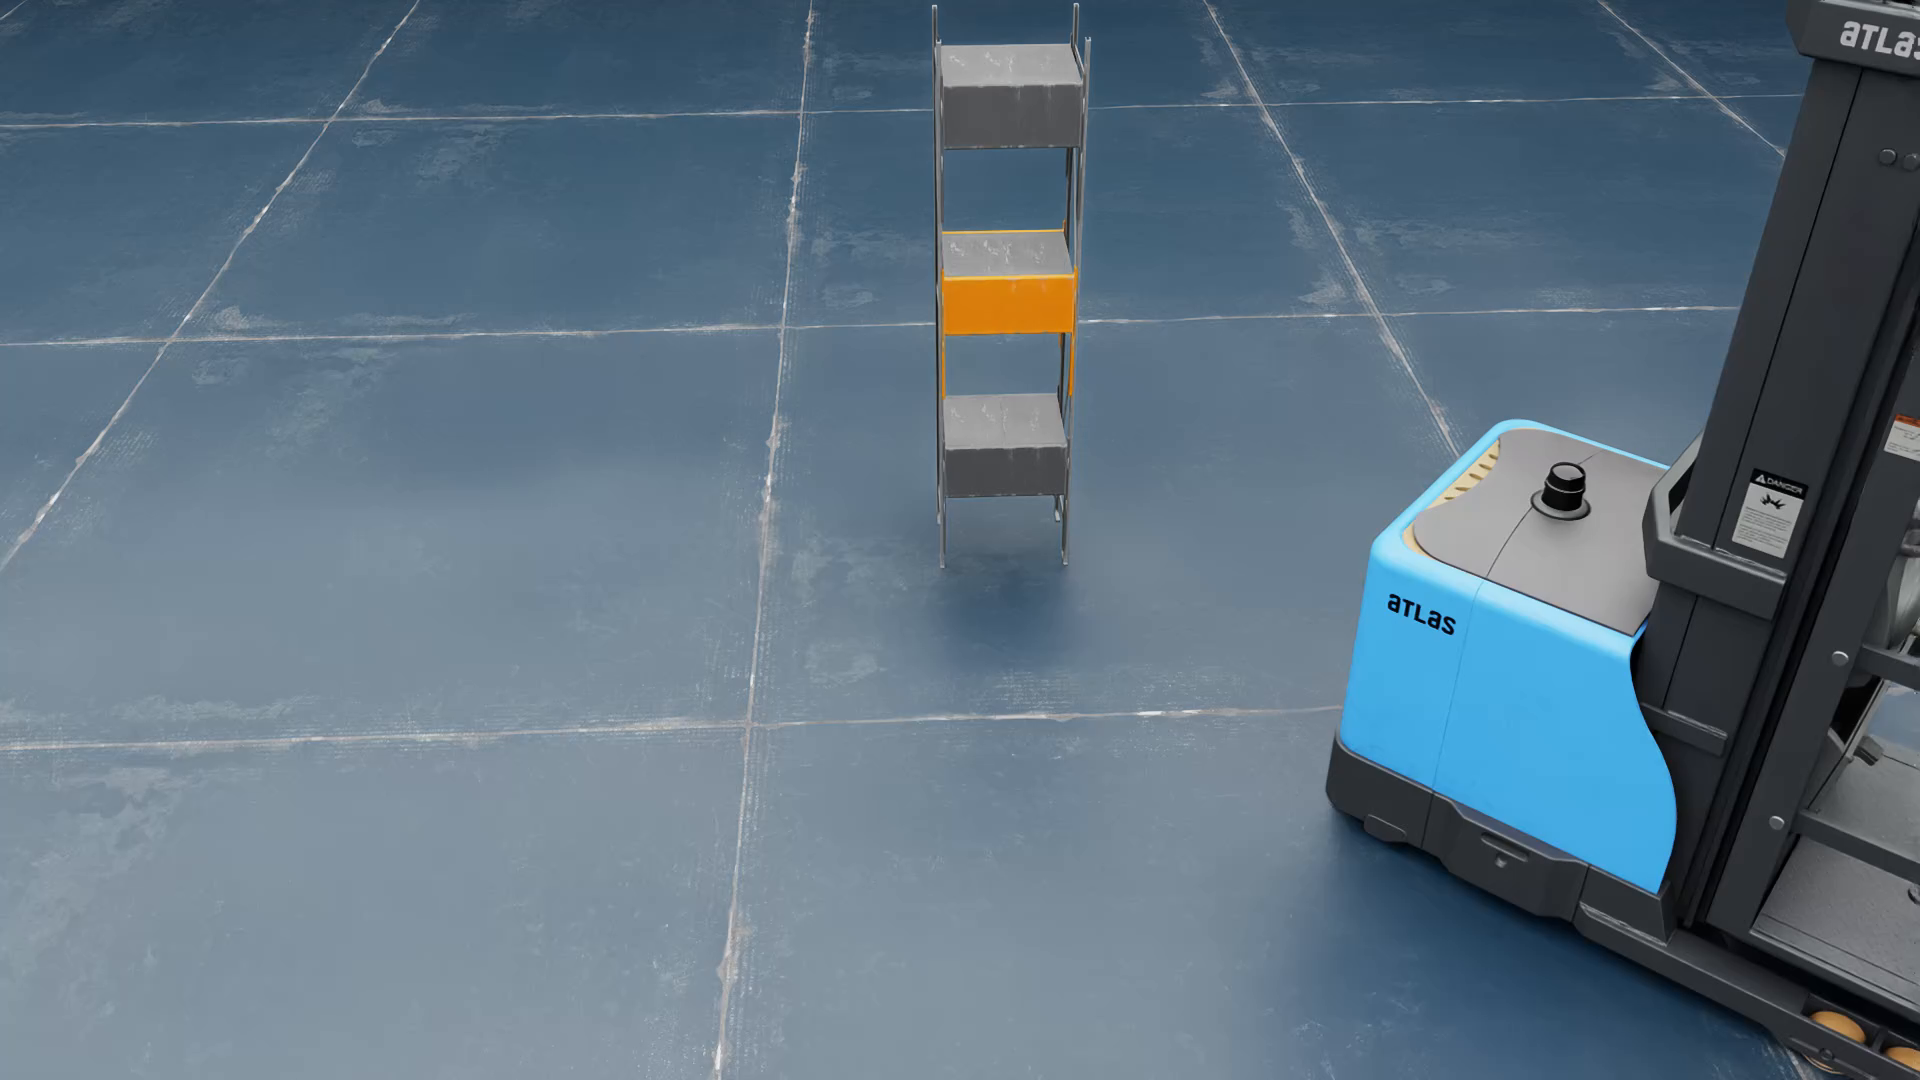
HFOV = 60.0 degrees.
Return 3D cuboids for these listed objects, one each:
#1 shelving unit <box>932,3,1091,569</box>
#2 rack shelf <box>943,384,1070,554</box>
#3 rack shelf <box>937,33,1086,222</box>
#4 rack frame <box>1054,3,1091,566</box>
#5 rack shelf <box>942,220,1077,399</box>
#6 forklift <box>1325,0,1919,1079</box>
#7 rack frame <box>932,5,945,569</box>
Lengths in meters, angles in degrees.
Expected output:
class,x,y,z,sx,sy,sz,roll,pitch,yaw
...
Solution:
class,x,y,z,sx,sy,sz,roll,pitch,yaw
shelving unit,0.165,-0.868,6.159,0.503,2.100,0.431,-2,35,-2
rack shelf,0.165,-0.281,6.565,0.480,0.518,0.431,-2,35,-2
rack shelf,0.165,-1.432,5.768,0.480,0.518,0.431,-2,35,-2
rack frame,0.409,-0.874,6.168,0.015,2.100,0.400,-2,35,-2
rack shelf,0.165,-0.857,6.167,0.480,0.518,0.431,-2,35,-2
forklift,2.660,-0.003,4.179,3.031,2.935,1.130,25,42,31
rack frame,-0.078,-0.861,6.149,0.015,2.100,0.400,-2,35,-2
